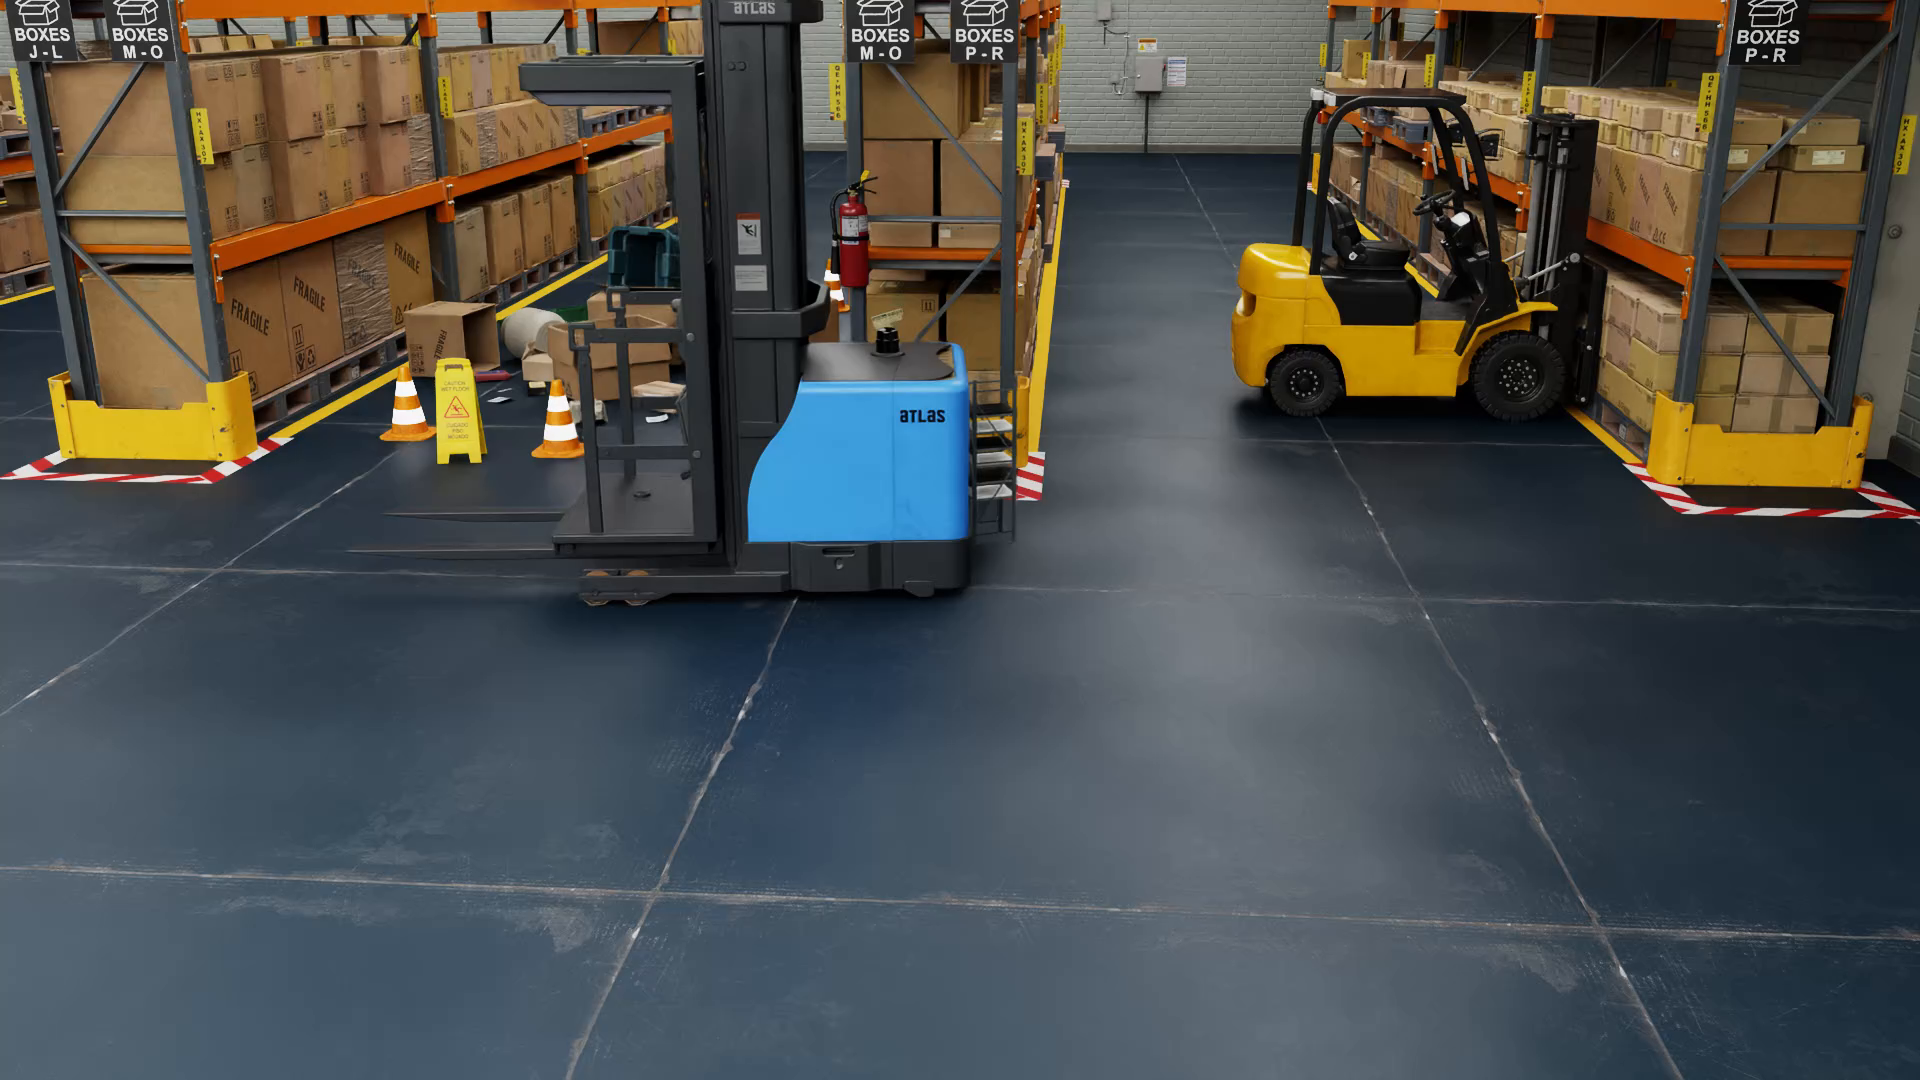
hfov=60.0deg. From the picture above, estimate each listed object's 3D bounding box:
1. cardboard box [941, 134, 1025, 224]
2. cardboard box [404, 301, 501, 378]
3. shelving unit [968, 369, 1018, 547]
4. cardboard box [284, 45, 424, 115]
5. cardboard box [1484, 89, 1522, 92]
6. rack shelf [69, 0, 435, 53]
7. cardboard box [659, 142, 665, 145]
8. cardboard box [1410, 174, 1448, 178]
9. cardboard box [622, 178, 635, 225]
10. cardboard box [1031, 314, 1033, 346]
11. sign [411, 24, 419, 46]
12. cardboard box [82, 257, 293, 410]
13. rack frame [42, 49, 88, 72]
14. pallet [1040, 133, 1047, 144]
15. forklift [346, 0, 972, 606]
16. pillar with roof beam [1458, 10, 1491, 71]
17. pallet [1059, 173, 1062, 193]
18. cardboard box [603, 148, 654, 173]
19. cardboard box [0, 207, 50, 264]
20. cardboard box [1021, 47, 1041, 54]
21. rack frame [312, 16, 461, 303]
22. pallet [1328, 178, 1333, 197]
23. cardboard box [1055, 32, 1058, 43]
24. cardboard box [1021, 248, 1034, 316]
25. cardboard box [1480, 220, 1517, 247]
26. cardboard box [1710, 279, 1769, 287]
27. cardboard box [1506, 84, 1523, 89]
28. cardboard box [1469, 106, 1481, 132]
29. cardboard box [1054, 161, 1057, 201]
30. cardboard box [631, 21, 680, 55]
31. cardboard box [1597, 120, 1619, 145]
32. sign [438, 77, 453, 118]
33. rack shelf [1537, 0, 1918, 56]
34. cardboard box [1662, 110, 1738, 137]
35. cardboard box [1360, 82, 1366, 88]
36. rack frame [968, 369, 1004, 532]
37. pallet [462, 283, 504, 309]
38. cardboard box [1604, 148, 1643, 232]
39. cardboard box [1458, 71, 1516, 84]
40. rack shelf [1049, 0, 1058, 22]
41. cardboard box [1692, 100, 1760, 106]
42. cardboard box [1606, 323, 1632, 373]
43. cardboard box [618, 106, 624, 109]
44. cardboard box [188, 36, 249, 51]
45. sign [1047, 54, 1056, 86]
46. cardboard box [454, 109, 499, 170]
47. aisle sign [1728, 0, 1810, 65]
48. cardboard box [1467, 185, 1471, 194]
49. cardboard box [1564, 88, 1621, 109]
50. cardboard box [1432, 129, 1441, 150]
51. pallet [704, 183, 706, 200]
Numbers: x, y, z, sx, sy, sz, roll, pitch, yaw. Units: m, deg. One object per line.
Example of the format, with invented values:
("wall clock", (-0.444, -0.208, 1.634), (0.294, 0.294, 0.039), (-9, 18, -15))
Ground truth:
("cardboard box", (0.147, -2.243, 10.312), (0.500, 0.500, 0.500), (1, 18, 3))
("cardboard box", (-3.910, -1.543, 12.824), (0.500, 0.500, 0.500), (4, 19, 13))
("shelving unit", (0.150, -0.435, 8.804), (0.258, 0.900, 0.210), (-6, 19, -17))
("cardboard box", (-4.883, -3.705, 13.438), (0.875, 0.550, 0.550), (1, 18, 4))
("cardboard box", (5.040, -4.067, 15.316), (0.380, 0.149, 0.250), (1, 18, 4))
("rack shelf", (-4.965, -3.697, 11.726), (1.077, 0.370, 4.000), (1, 18, 4))
("cardboard box", (-4.338, -5.934, 25.163), (0.380, 0.149, 0.250), (0, 18, 1))
("cardboard box", (5.259, -4.014, 18.654), (0.380, 0.149, 0.250), (2, 18, 6))
("cardboard box", (-4.165, -4.018, 19.708), (0.500, 0.500, 0.500), (1, 18, 3))
("cardboard box", (0.320, -1.693, 13.014), (0.500, 0.250, 0.500), (1, 18, 2))
("sign", (-8.361, -7.750, 25.517), (0.100, 0.325, 0.005), (1, 18, 4))
("cardboard box", (-5.126, -1.394, 11.098), (0.875, 0.875, 0.875), (1, 18, 4))
("rack frame", (-9.475, -4.619, 18.201), (1.000, 3.000, 0.127), (1, 18, 4))
("pallet", (0.308, -3.691, 15.677), (1.003, 0.211, 1.213), (1, 18, 4))
("forklift", (-1.470, -1.244, 8.012), (3.031, 2.935, 1.130), (0, 18, -1))
("pillar with roof beam", (2.302, -8.673, 20.941), (9.100, 9.000, 0.400), (1, 18, 4))
("pallet", (1.004, -5.307, 24.780), (1.003, 0.211, 1.213), (1, 18, 4))
("cardboard box", (-4.100, -4.691, 20.557), (0.500, 0.250, 0.500), (2, 18, 7))
("cardboard box", (-9.564, -3.083, 16.821), (0.700, 0.500, 0.500), (3, 18, 9))
("cardboard box", (0.574, -4.580, 15.728), (0.380, 0.149, 0.250), (0, 18, 1))
("rack frame", (-4.822, -3.234, 13.976), (1.000, 3.000, 0.127), (1, 18, 4))
("pallet", (5.872, -5.176, 24.381), (1.003, 0.211, 1.213), (1, 18, 4))
("cardboard box", (1.062, -6.621, 22.544), (0.500, 0.500, 0.500), (2, 18, 5))
("cardboard box", (0.278, -1.898, 12.436), (0.500, 0.500, 0.500), (2, 18, 7))
("cardboard box", (5.163, -2.520, 14.935), (0.875, 0.625, 0.625), (1, 18, 3))
("cardboard box", (5.089, -1.627, 11.206), (0.500, 0.250, 0.500), (1, 18, 4))
("cardboard box", (5.552, -4.375, 16.256), (0.380, 0.149, 0.250), (1, 18, 4))
("cardboard box", (4.981, -3.845, 15.278), (0.500, 0.250, 0.500), (2, 18, 5))
("cardboard box", (0.848, -4.814, 22.239), (0.875, 0.438, 0.875), (1, 18, 3))
("cardboard box", (-3.973, -6.518, 21.753), (0.500, 0.500, 0.500), (2, 18, 5))
("cardboard box", (4.658, -2.828, 11.535), (0.380, 0.149, 0.250), (1, 18, 3))
("sign", (-4.268, -3.671, 13.793), (0.100, 0.325, 0.005), (1, 18, 4))
("rack shelf", (4.931, -3.508, 11.150), (1.077, 0.370, 4.000), (1, 18, 4))
("cardboard box", (4.581, -2.575, 10.286), (0.380, 0.149, 0.250), (2, 18, 5))
("cardboard box", (5.441, -5.764, 21.459), (0.500, 0.250, 0.500), (2, 18, 5))
("rack frame", (0.119, -0.465, 8.896), (0.240, 0.900, 0.006), (-6, 19, -17))
("pallet", (-4.842, -2.151, 15.147), (1.003, 0.211, 1.213), (1, 18, 4))
("cardboard box", (4.643, -2.330, 11.055), (0.500, 0.500, 0.500), (1, 18, 3))
("cardboard box", (5.553, -4.691, 17.588), (0.500, 0.500, 0.500), (2, 18, 7))
("rack shelf", (0.553, -6.102, 19.067), (1.077, 0.370, 4.000), (1, 18, 4))
("cardboard box", (5.164, -2.880, 11.214), (0.380, 0.149, 0.250), (1, 18, 4))
("cardboard box", (4.557, -1.247, 10.851), (0.500, 0.250, 0.500), (1, 18, 3))
("cardboard box", (-4.189, -5.184, 19.655), (0.380, 0.149, 0.250), (1, 18, 2))
("cardboard box", (-9.287, -5.974, 20.565), (0.797, 0.503, 0.637), (1, 18, 5))
("sign", (0.951, -4.901, 17.330), (0.100, 0.325, 0.005), (1, 18, 4))
("cardboard box", (-4.480, -3.596, 14.920), (0.500, 0.500, 0.500), (1, 18, 4))
("aisle sign", (4.489, -3.025, 9.162), (0.394, 0.787, 0.004), (1, 18, 4))
("cardboard box", (5.755, -3.845, 18.138), (0.380, 0.149, 0.250), (2, 18, 6))
("cardboard box", (4.844, -3.367, 12.700), (0.380, 0.149, 0.250), (2, 18, 5))
("cardboard box", (5.085, -4.084, 16.811), (0.500, 0.250, 0.500), (1, 18, 4))
("pallet", (-4.151, -4.983, 23.792), (1.003, 0.211, 1.213), (1, 18, 4))
